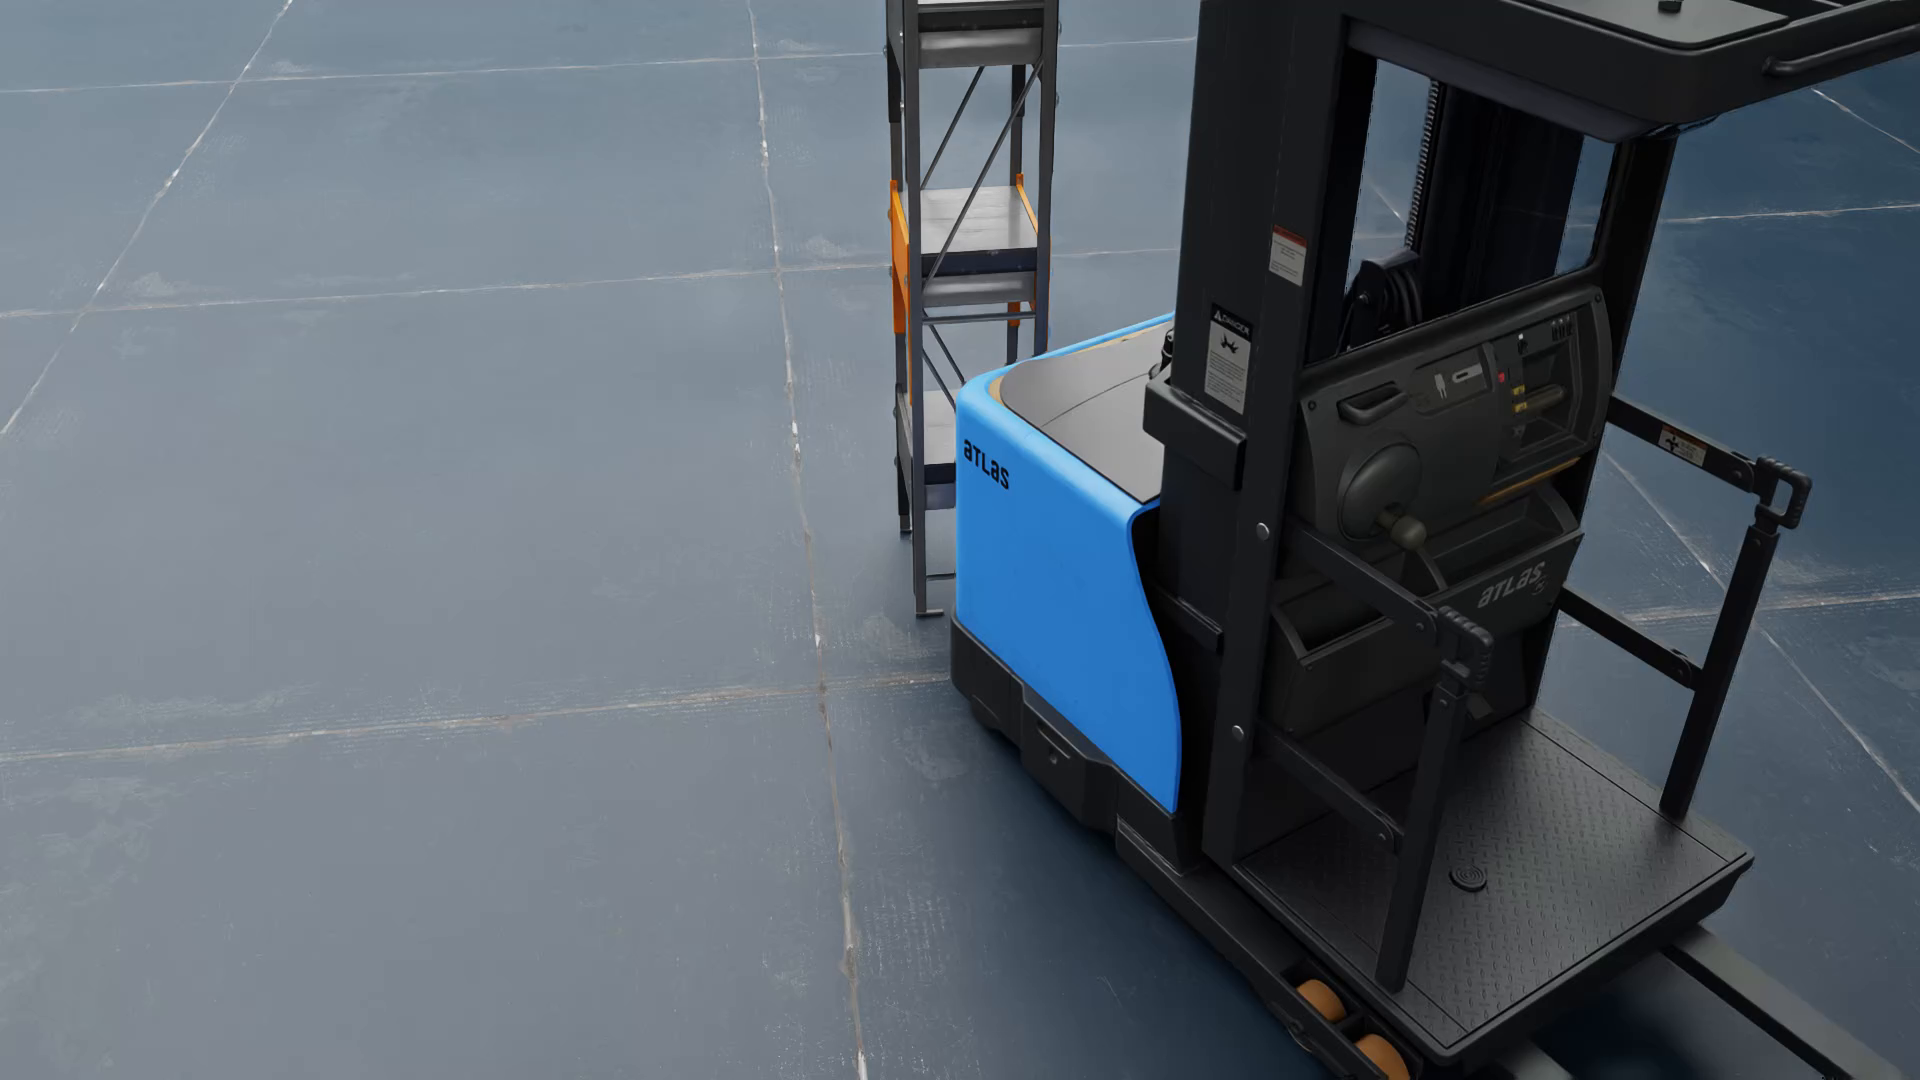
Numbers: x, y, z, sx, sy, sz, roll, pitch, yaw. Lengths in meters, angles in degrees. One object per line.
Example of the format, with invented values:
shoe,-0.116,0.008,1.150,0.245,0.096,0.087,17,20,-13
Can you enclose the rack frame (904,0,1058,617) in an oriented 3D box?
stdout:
rack frame,0.055,-0.639,4.823,0.400,2.100,0.015,-4,35,-6

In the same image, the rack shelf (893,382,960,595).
rack shelf,0.022,-0.186,5.425,0.431,0.518,0.480,-4,35,-6

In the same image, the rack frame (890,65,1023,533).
rack frame,-0.011,-0.911,5.223,0.400,2.100,0.015,-4,35,-6

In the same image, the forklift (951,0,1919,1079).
forklift,1.210,-0.212,3.459,1.130,2.935,3.031,-21,39,-27

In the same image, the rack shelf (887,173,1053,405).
rack shelf,0.022,-0.764,5.031,0.431,0.518,0.480,-4,35,-6

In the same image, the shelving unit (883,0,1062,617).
shelving unit,0.022,-0.775,5.023,0.431,2.100,0.503,-4,35,-6

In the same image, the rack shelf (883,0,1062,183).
rack shelf,0.022,-1.342,4.637,0.431,0.518,0.480,-4,35,-6
